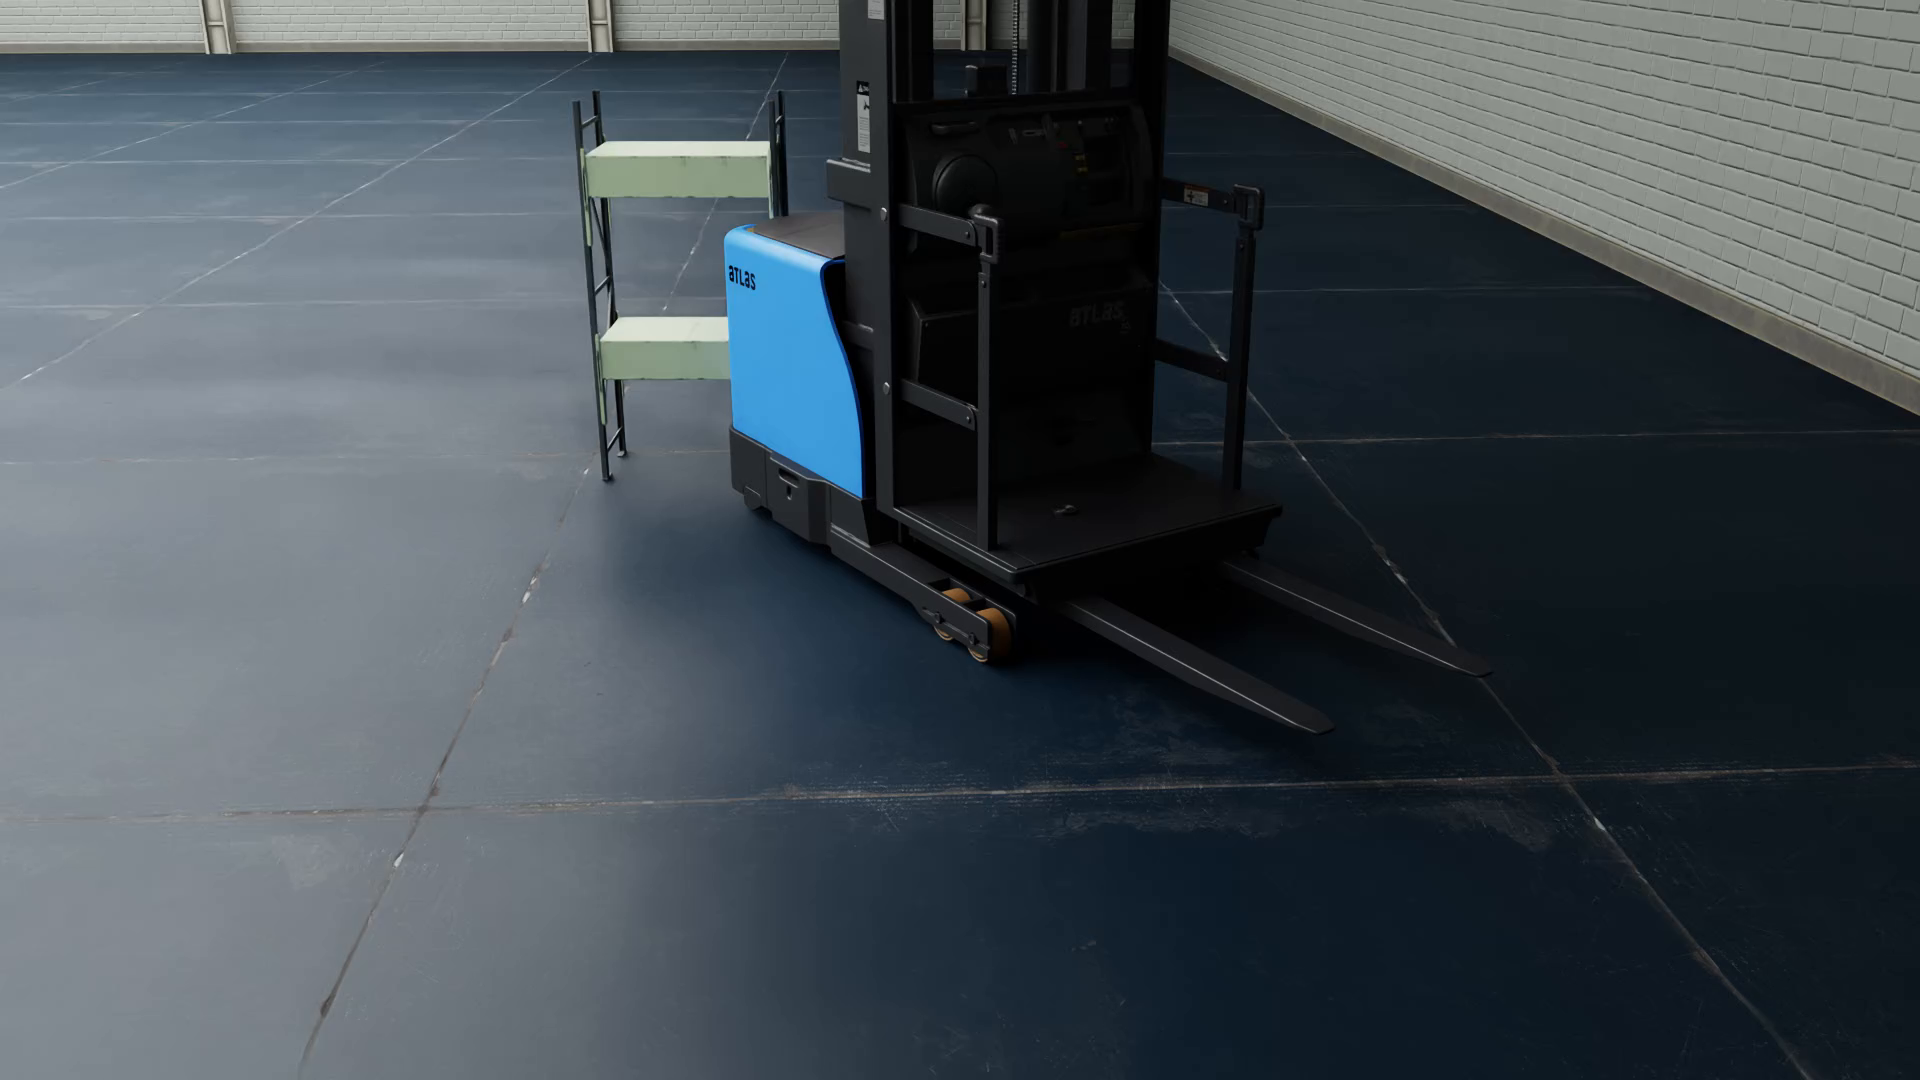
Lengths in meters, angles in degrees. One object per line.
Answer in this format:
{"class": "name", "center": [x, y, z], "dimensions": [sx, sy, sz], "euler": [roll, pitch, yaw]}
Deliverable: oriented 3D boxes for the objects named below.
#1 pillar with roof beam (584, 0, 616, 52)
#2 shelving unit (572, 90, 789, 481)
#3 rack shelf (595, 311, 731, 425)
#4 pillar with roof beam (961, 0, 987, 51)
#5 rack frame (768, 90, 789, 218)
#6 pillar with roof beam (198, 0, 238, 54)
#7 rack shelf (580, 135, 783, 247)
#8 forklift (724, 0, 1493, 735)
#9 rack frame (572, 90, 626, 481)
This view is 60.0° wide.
{"class": "pillar with roof beam", "center": [-5.524, -10.559, 21.207], "dimensions": [0.400, 9.000, 9.100], "euler": [-1, 21, -3]}
{"class": "shelving unit", "center": [-1.074, -1.012, 6.670], "dimensions": [0.755, 1.500, 0.431], "euler": [0, 21, 0]}
{"class": "rack shelf", "center": [-1.074, -0.707, 6.786], "dimensions": [0.720, 0.370, 0.431], "euler": [0, 21, 0]}
{"class": "pillar with roof beam", "center": [0.466, -10.680, 21.527], "dimensions": [0.400, 9.000, 9.100], "euler": [-1, 21, -3]}
{"class": "rack frame", "center": [-0.708, -1.012, 6.671], "dimensions": [0.023, 1.500, 0.400], "euler": [0, 21, 0]}
{"class": "pillar with roof beam", "center": [-11.515, -10.437, 20.887], "dimensions": [0.400, 9.000, 9.100], "euler": [-1, 21, -3]}
{"class": "rack shelf", "center": [-1.074, -1.376, 6.532], "dimensions": [0.720, 0.370, 0.431], "euler": [0, 21, 0]}
{"class": "forklift", "center": [0.346, -1.185, 5.114], "dimensions": [1.130, 2.935, 3.031], "euler": [-13, 25, -31]}
{"class": "rack frame", "center": [-1.440, -1.012, 6.670], "dimensions": [0.023, 1.500, 0.400], "euler": [0, 21, 0]}
